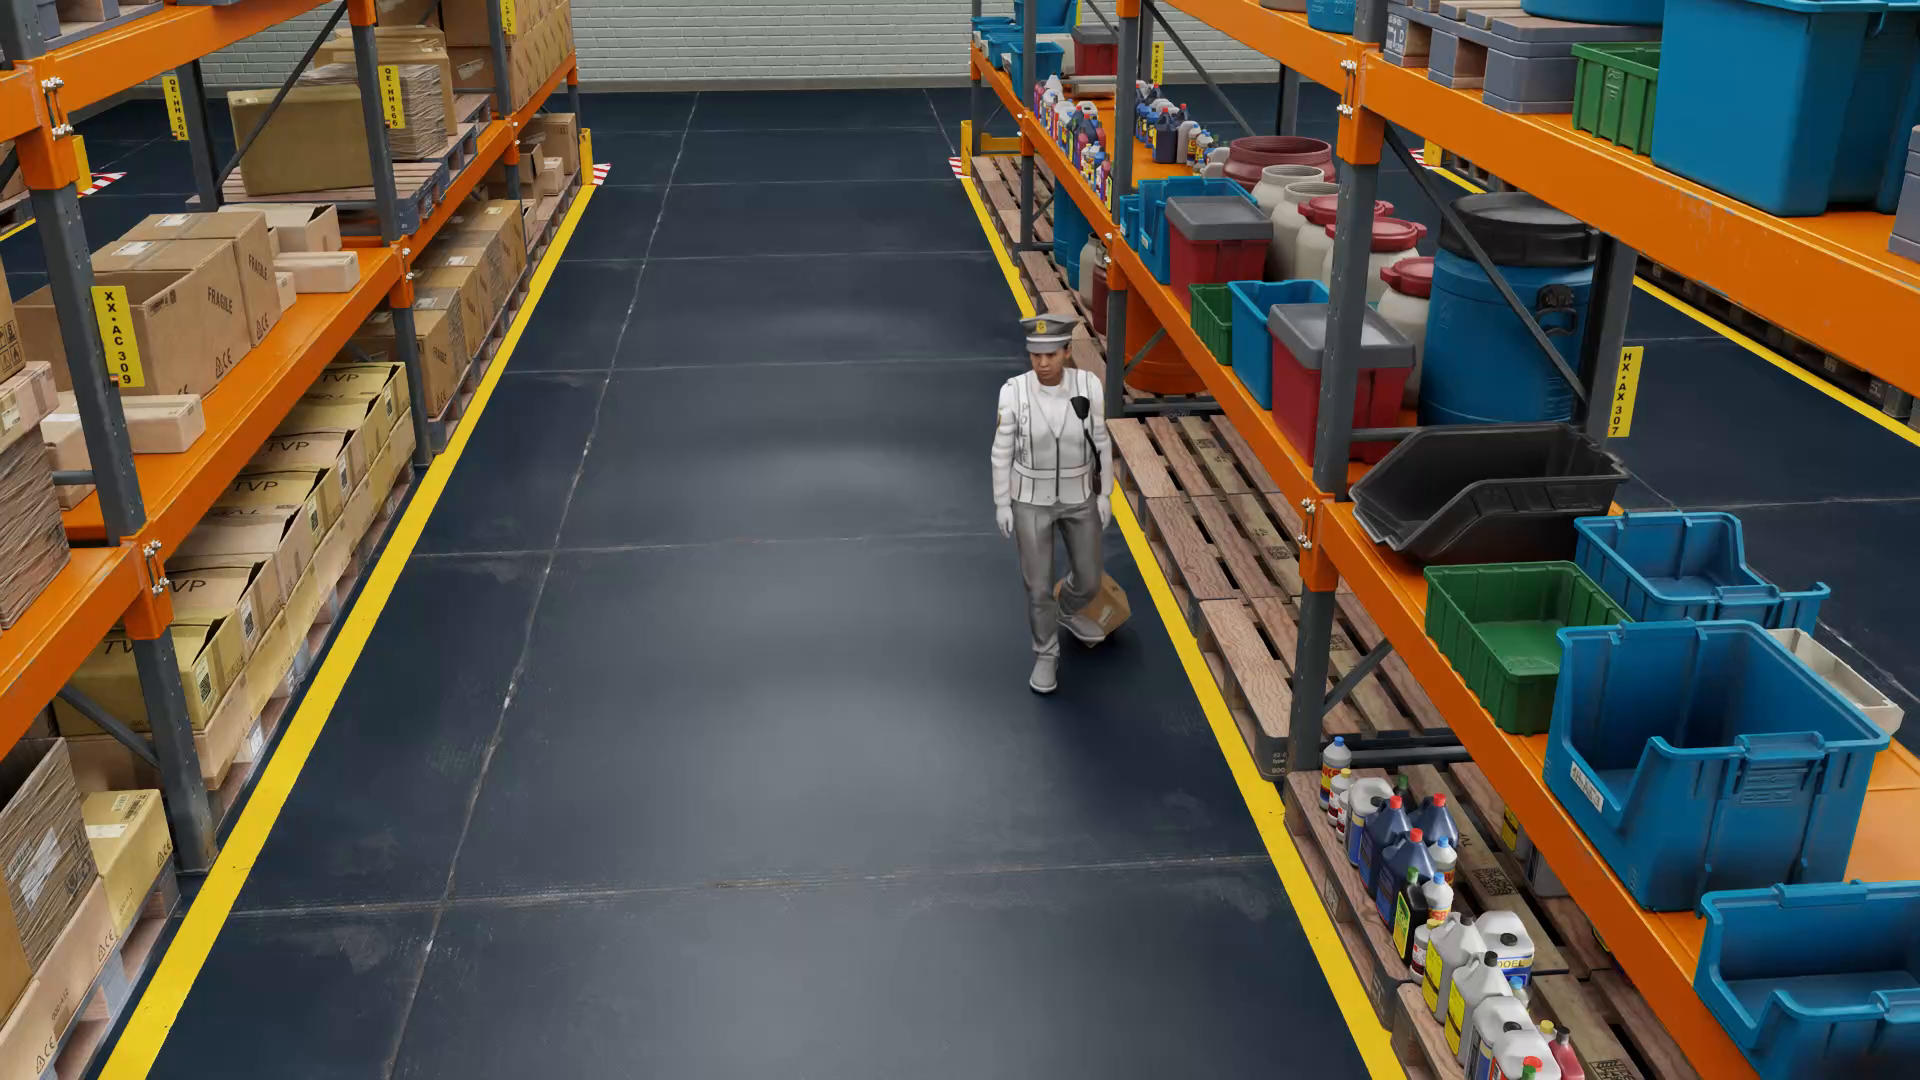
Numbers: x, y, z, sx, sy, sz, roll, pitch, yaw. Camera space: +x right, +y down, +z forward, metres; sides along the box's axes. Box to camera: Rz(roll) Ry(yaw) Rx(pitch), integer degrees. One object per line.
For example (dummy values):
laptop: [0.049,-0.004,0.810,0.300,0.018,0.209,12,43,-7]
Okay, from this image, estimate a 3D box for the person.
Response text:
person: [0.392,-0.193,7.019,0.533,1.667,0.541,-2,24,-5]
